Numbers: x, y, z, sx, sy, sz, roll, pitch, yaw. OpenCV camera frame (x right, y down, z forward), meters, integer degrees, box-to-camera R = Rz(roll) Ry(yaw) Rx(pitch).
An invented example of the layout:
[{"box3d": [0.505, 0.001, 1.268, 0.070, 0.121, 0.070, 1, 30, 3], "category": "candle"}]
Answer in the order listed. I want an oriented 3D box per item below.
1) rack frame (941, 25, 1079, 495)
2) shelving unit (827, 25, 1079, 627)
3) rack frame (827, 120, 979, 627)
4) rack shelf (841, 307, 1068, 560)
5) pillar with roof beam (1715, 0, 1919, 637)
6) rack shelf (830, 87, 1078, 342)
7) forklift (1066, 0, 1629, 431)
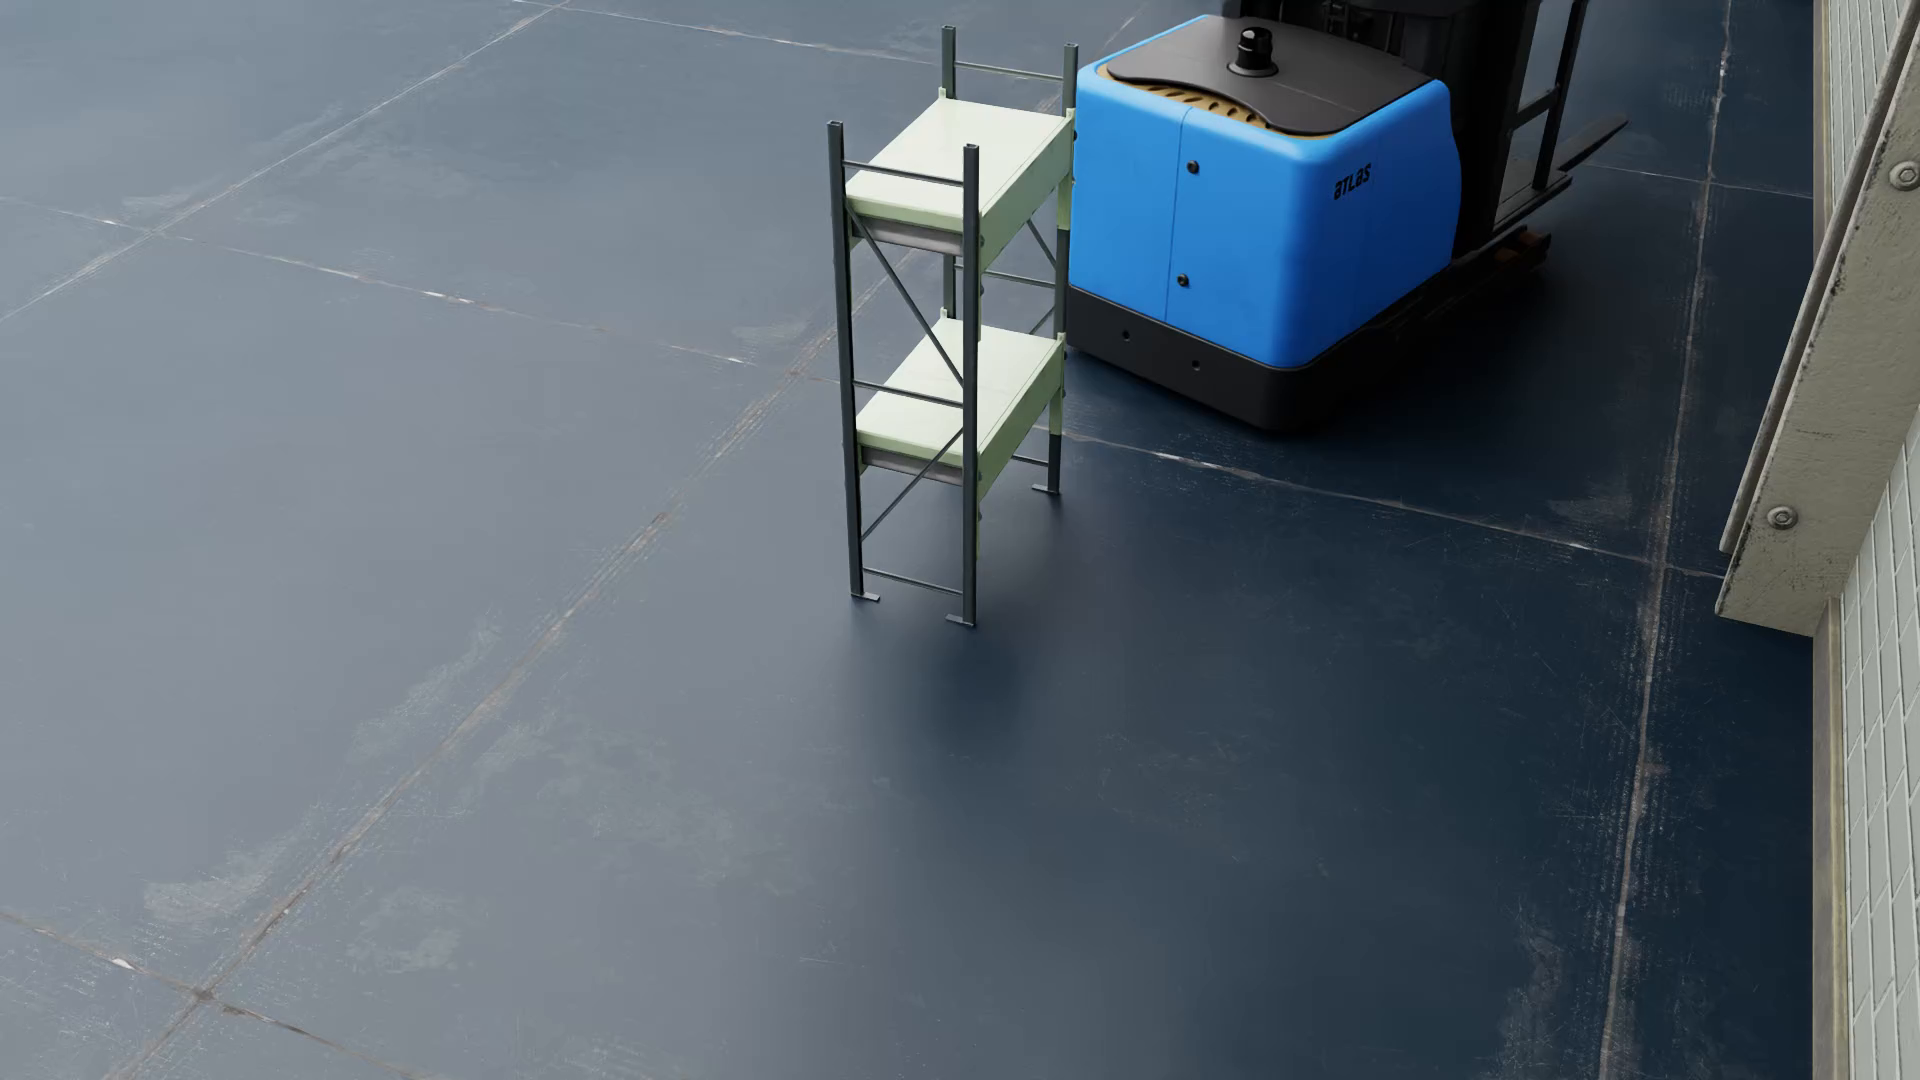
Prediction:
[{"box3d": [0.137, -0.800, 5.067, 0.400, 1.500, 0.023, 14, 39, 18], "category": "rack frame"}, {"box3d": [-0.003, -0.597, 4.796, 0.431, 1.500, 0.755, 14, 39, 18], "category": "shelving unit"}, {"box3d": [-0.142, -0.394, 4.525, 0.400, 1.500, 0.023, 14, 39, 18], "category": "rack frame"}, {"box3d": [-0.003, -0.336, 4.991, 0.431, 0.370, 0.720, 14, 39, 18], "category": "rack shelf"}, {"box3d": [-1.515, -4.437, 3.670, 9.100, 9.000, 0.400, 14, 39, 18], "category": "pillar with roof beam"}, {"box3d": [-0.003, -0.910, 4.562, 0.431, 0.370, 0.720, 14, 39, 18], "category": "rack shelf"}, {"box3d": [1.714, -2.339, 5.932, 1.130, 2.935, 3.031, 28, 45, 32], "category": "forklift"}]
